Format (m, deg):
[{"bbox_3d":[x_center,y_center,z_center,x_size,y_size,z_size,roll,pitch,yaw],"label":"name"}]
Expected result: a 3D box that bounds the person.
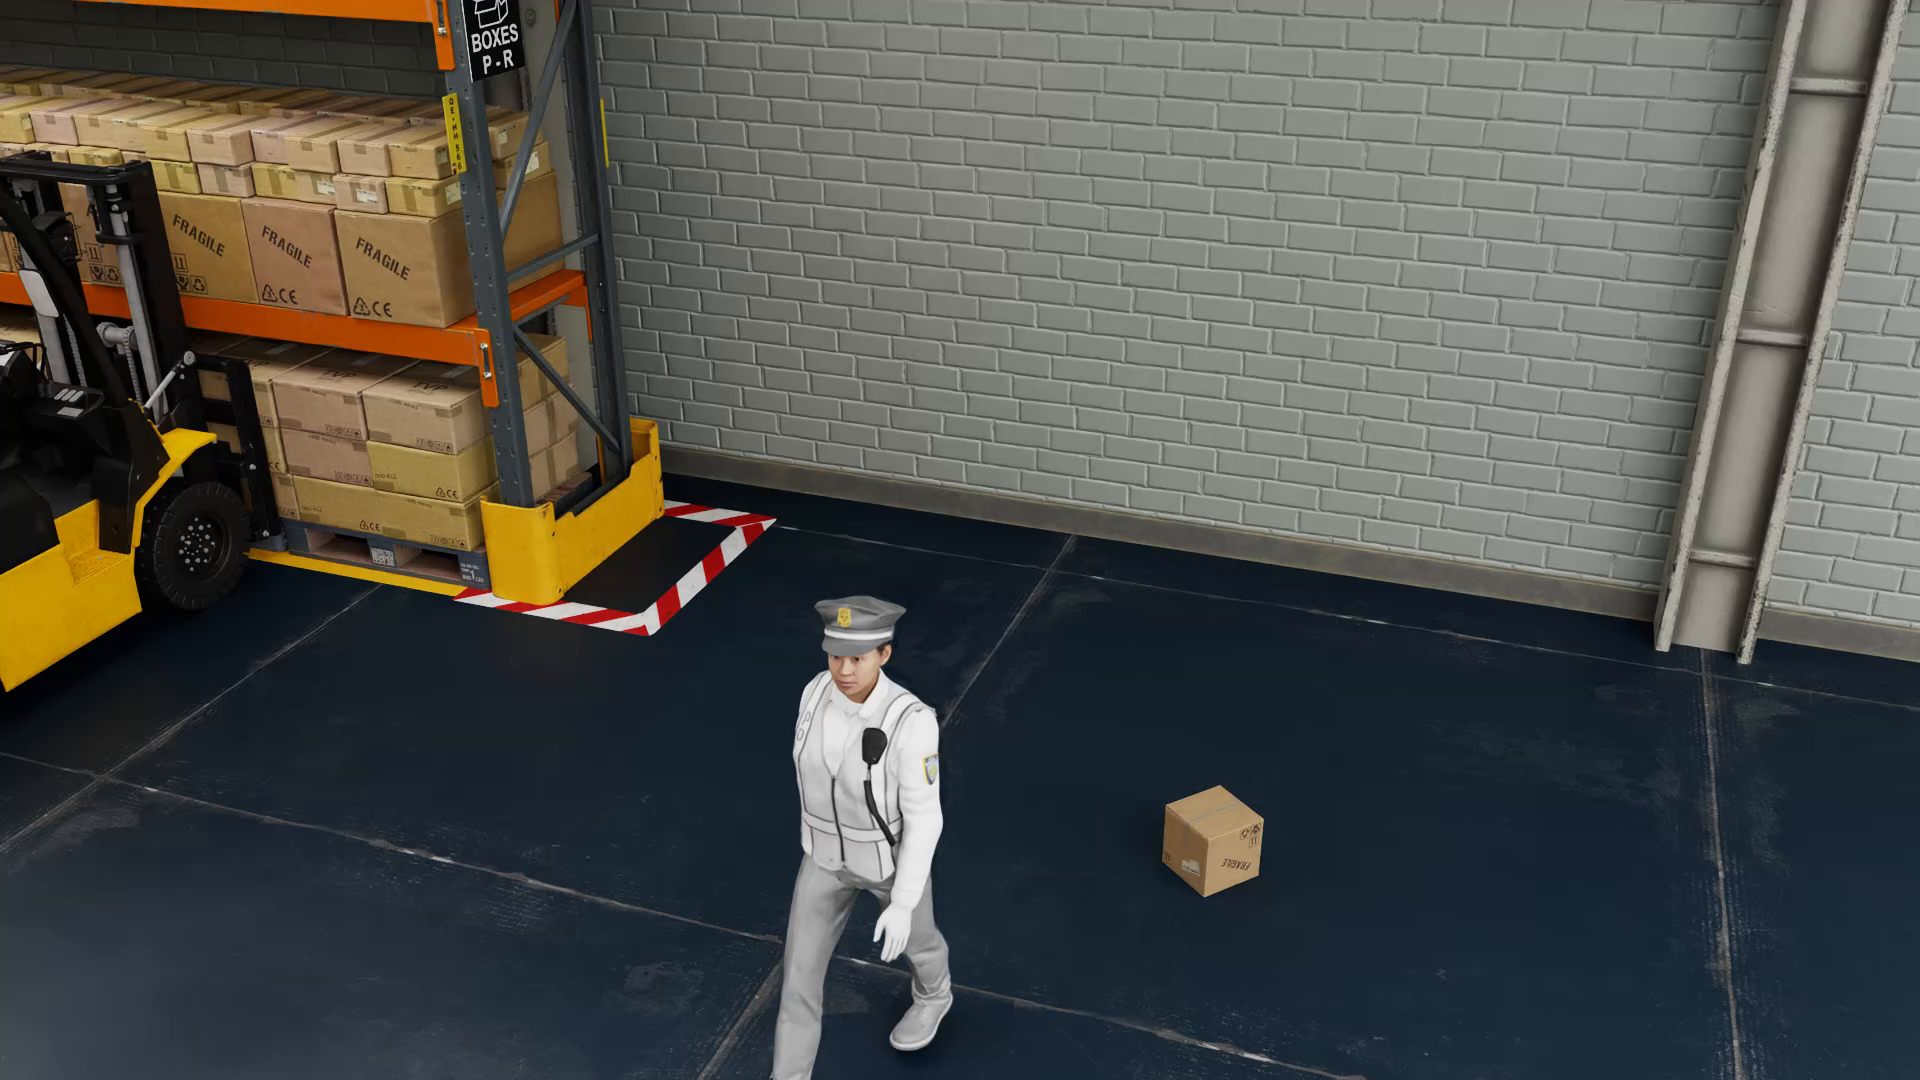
[{"bbox_3d":[-0.302,0.922,4.644,0.519,1.641,0.945,11,28,21],"label":"person"}]
